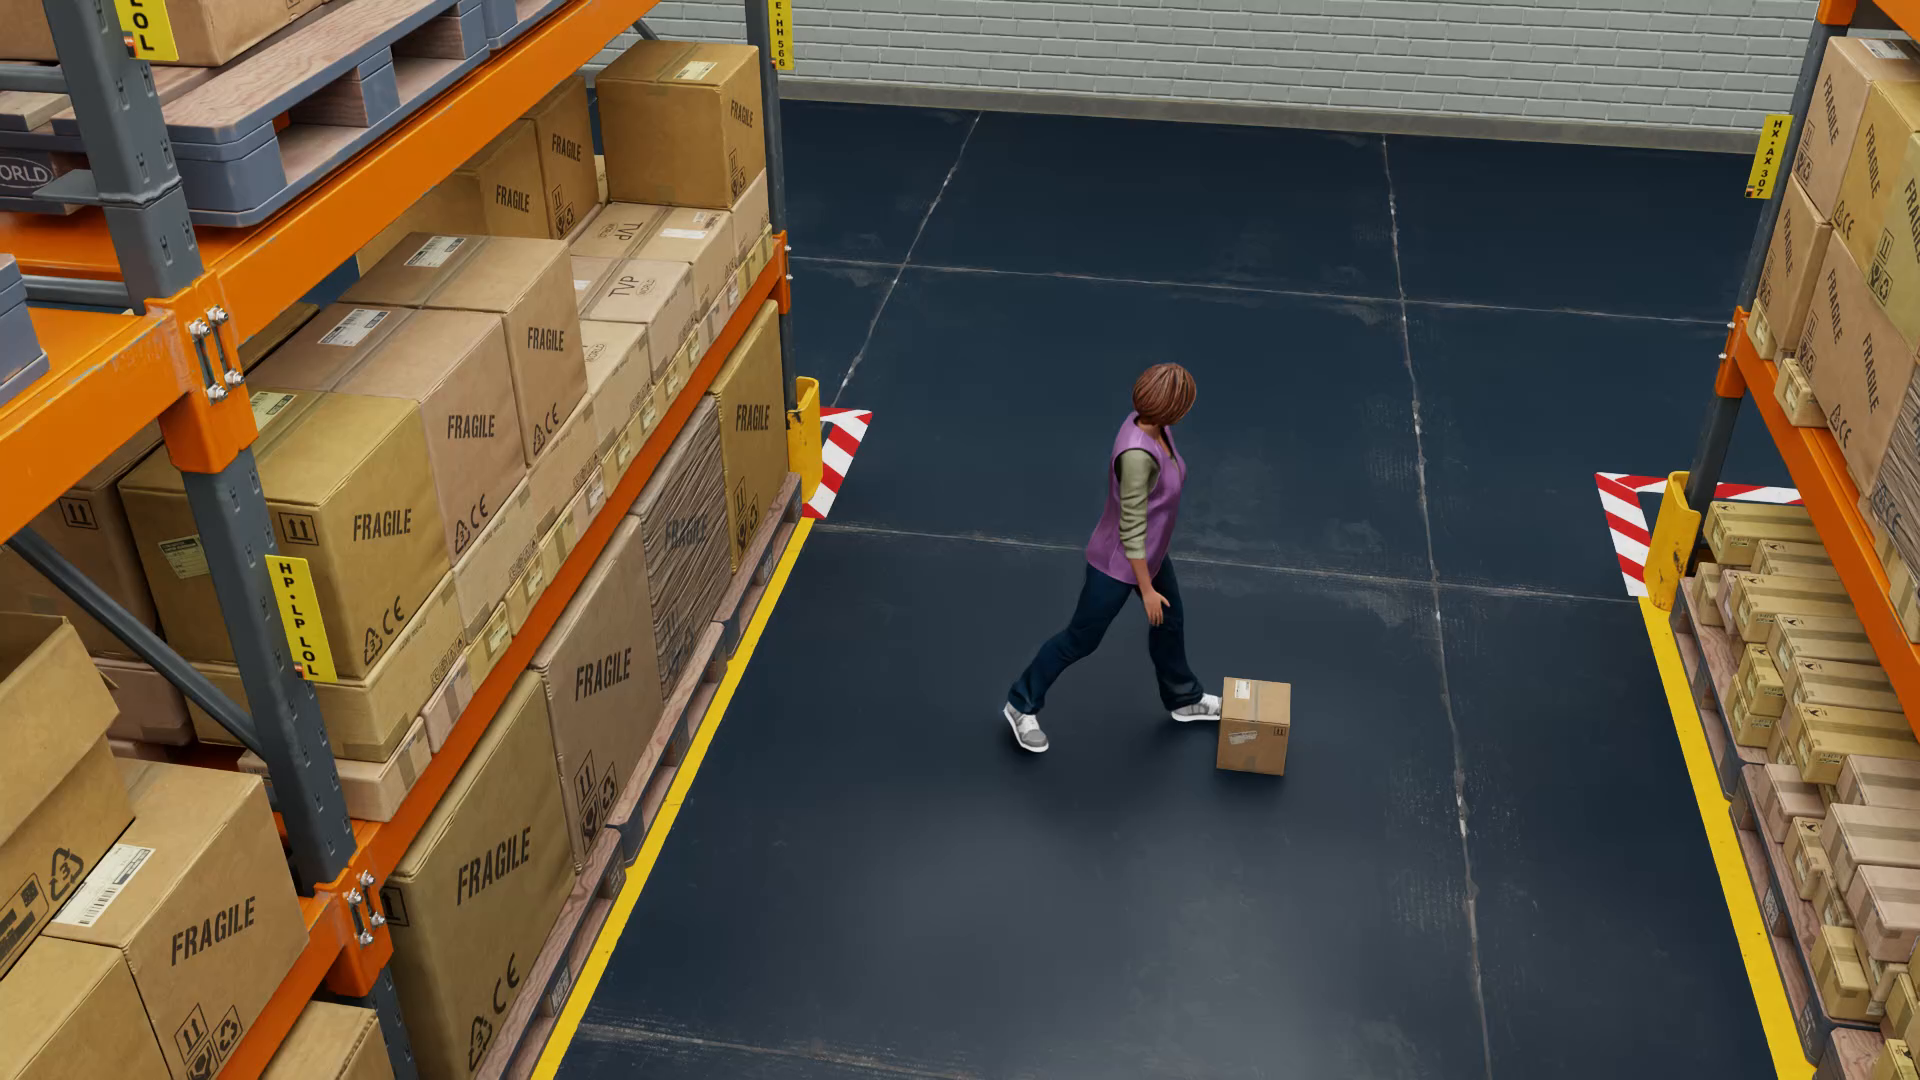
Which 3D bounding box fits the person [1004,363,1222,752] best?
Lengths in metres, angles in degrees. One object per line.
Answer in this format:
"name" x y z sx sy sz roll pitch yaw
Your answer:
"person" 0.611 0.088 6.016 0.848 1.545 0.552 12 35 17
